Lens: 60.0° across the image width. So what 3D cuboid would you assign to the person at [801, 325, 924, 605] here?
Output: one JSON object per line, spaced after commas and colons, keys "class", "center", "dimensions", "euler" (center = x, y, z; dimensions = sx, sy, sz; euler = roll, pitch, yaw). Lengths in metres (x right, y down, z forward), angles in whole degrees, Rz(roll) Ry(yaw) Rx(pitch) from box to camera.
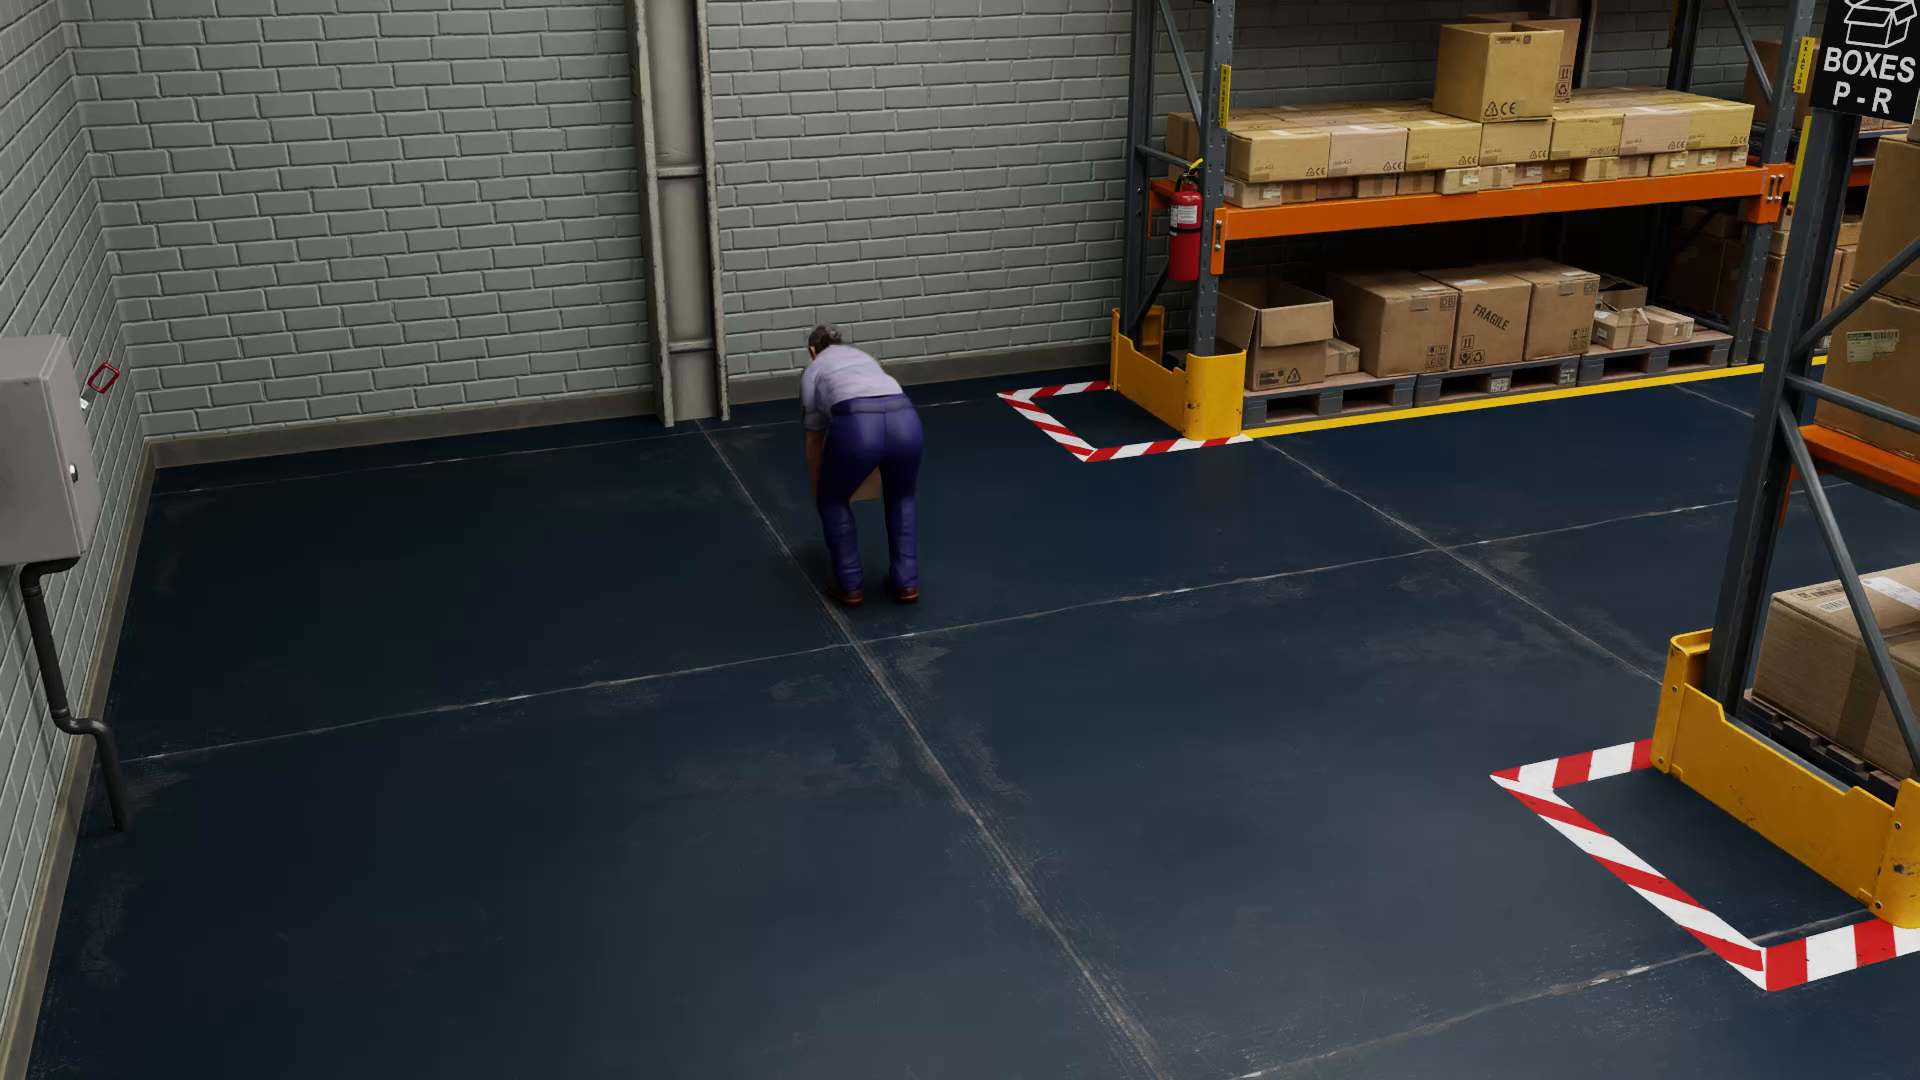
{"class": "person", "center": [-0.470, -0.340, 7.577], "dimensions": [0.455, 1.153, 0.888], "euler": [-9, 24, -21]}
